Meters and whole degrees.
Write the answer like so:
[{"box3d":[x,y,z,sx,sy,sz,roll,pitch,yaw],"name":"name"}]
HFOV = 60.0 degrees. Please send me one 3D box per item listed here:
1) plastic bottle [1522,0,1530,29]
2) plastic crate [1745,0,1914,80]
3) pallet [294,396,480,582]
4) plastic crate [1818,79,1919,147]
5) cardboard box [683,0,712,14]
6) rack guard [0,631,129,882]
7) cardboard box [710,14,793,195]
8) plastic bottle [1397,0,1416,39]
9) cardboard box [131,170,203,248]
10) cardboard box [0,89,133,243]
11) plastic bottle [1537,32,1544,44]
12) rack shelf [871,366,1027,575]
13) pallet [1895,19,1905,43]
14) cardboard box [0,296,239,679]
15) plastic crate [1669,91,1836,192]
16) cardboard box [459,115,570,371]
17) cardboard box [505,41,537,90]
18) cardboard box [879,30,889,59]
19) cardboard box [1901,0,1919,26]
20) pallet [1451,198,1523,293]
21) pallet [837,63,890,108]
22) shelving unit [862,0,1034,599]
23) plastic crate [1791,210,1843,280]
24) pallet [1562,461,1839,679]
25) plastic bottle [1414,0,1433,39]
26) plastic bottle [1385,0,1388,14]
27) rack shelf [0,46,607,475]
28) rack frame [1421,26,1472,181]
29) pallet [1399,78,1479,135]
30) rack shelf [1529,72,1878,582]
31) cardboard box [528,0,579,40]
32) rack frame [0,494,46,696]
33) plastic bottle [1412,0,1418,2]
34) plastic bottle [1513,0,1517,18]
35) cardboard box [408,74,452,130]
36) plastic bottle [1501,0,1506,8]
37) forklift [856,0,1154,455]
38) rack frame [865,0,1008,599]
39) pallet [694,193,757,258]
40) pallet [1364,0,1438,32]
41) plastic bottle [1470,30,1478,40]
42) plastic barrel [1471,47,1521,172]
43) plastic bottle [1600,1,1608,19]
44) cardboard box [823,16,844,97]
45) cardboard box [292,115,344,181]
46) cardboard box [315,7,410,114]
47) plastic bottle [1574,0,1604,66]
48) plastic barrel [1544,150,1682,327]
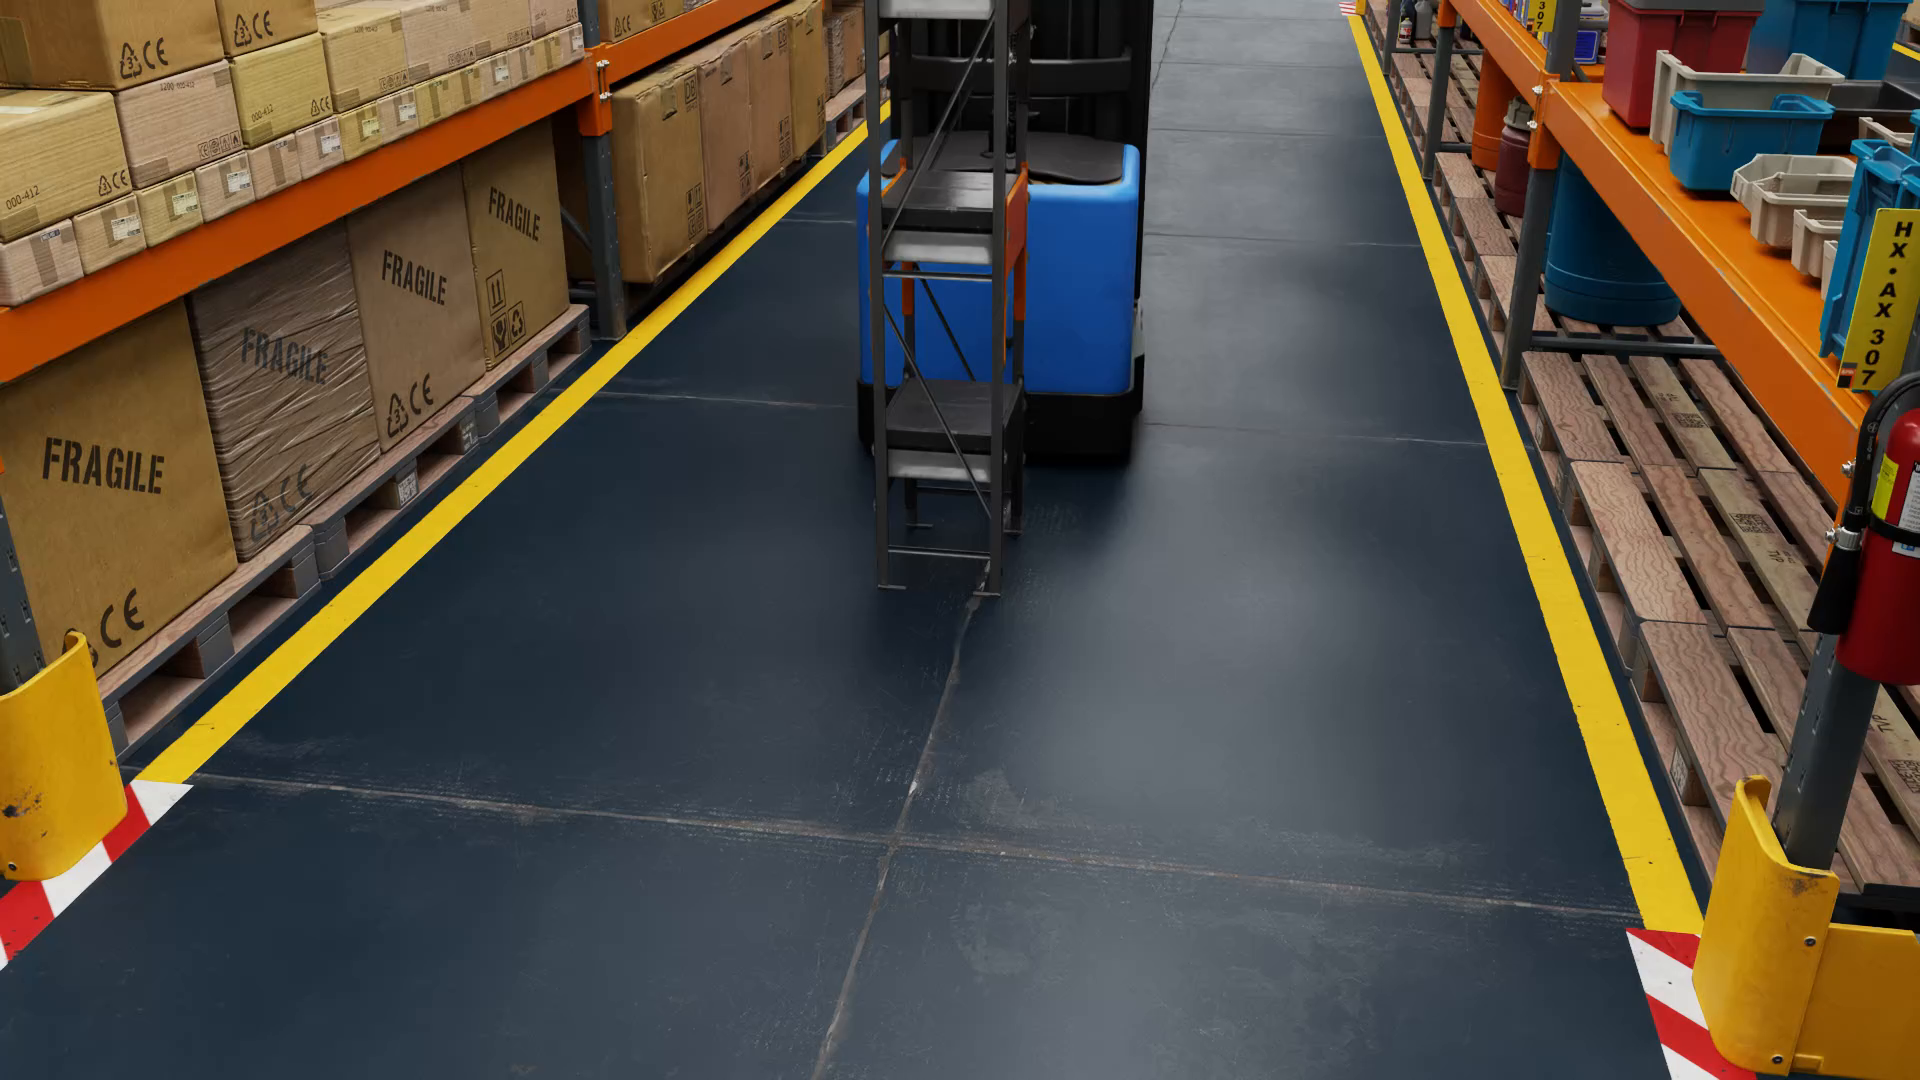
[{"box3d":[2.731,-2.536,7.776,0.152,0.276,0.135,4,25,9],"name":"plastic bottle"},{"box3d":[3.082,-1.786,5.976,0.392,0.384,0.575,4,25,9],"name":"plastic crate"},{"box3d":[-2.463,-0.241,6.016,1.003,0.211,1.213,4,25,9],"name":"pallet"},{"box3d":[2.904,-1.401,5.458,0.437,0.125,0.590,4,25,9],"name":"plastic crate"},{"box3d":[-1.580,-2.968,8.435,0.500,0.500,0.500,3,25,7],"name":"cardboard box"},{"box3d":[-2.723,0.487,4.120,1.175,0.500,0.348,4,25,9],"name":"rack guard"},{"box3d":[-1.698,-2.570,9.712,1.225,0.875,0.875,4,25,9],"name":"cardboard box"},{"box3d":[3.950,-4.620,14.687,0.144,0.351,0.185,3,25,7],"name":"plastic bottle"},{"box3d":[-2.253,-0.882,4.391,0.380,0.149,0.250,3,25,7],"name":"cardboard box"},{"box3d":[-2.374,-0.904,3.969,0.500,0.250,0.500,3,25,7],"name":"cardboard box"},{"box3d":[2.649,-2.370,7.333,0.144,0.351,0.185,4,25,9],"name":"plastic bottle"},{"box3d":[-0.027,-0.235,5.460,0.431,0.518,0.480,4,25,9],"name":"rack shelf"},{"box3d":[9.585,-5.074,16.340,1.003,0.211,1.213,4,25,9],"name":"pallet"},{"box3d":[-2.693,-0.156,4.557,0.875,0.875,0.875,4,25,9],"name":"cardboard box"},{"box3d":[2.250,-1.140,4.774,0.416,0.233,0.300,4,25,9],"name":"plastic crate"},{"box3d":[-2.252,-1.286,6.969,0.875,0.875,0.875,4,25,9],"name":"cardboard box"},{"box3d":[-1.875,-1.849,6.459,0.380,0.149,0.250,4,25,8],"name":"cardboard box"},{"box3d":[-0.976,-4.288,13.802,0.700,0.500,0.500,4,25,8],"name":"cardboard box"},{"box3d":[9.201,-4.977,15.592,0.500,0.250,0.500,4,25,9],"name":"cardboard box"},{"box3d":[3.186,-1.554,8.820,1.003,0.211,1.213,4,25,9],"name":"pallet"},{"box3d":[-1.080,-3.574,13.136,1.003,0.211,1.213,4,25,9],"name":"pallet"},{"box3d":[-0.027,-0.882,5.157,0.431,2.100,0.503,4,25,9],"name":"shelving unit"},{"box3d":[2.184,-0.694,3.934,0.396,0.136,0.243,4,25,9],"name":"plastic crate"},{"box3d":[2.543,0.100,5.288,1.003,0.211,1.213,4,25,9],"name":"pallet"},{"box3d":[4.092,-4.610,14.666,0.144,0.351,0.185,4,25,9],"name":"plastic bottle"},{"box3d":[4.179,-5.231,16.086,0.097,0.271,0.097,0,25,0],"name":"plastic bottle"},{"box3d":[-2.392,-1.166,5.551,1.077,0.370,4.000,4,25,9],"name":"rack shelf"},{"box3d":[3.475,-3.658,10.027,1.000,3.000,0.127,4,25,9],"name":"rack frame"},{"box3d":[3.842,-3.225,12.391,1.003,0.211,1.213,4,25,9],"name":"pallet"},{"box3d":[2.495,-0.823,4.818,1.077,0.370,4.000,4,25,9],"name":"rack shelf"},{"box3d":[-1.878,-2.192,6.721,0.500,0.250,0.500,4,25,8],"name":"cardboard box"},{"box3d":[-2.719,-0.655,3.612,1.000,3.000,0.127,4,25,9],"name":"rack frame"},{"box3d":[4.170,-4.865,15.291,0.061,0.283,0.133,4,25,9],"name":"plastic bottle"},{"box3d":[2.761,-2.650,8.107,0.097,0.201,0.097,0,25,0],"name":"plastic bottle"},{"box3d":[-2.001,-1.527,5.770,0.380,0.149,0.250,4,25,8],"name":"cardboard box"},{"box3d":[2.859,-2.863,8.475,0.152,0.276,0.135,4,25,9],"name":"plastic bottle"},{"box3d":[0.275,-2.237,7.073,1.130,2.935,3.031,2,25,5],"name":"forklift"},{"box3d":[-0.067,-0.780,4.939,0.400,2.100,0.015,4,25,9],"name":"rack frame"},{"box3d":[-1.816,-1.905,9.571,1.003,0.211,1.213,4,25,9],"name":"pallet"},{"box3d":[4.679,-5.366,16.966,1.003,0.211,1.213,4,25,9],"name":"pallet"},{"box3d":[4.534,-4.547,14.611,0.061,0.283,0.133,4,25,9],"name":"plastic bottle"},{"box3d":[3.412,-2.659,9.958,0.600,0.830,0.708,4,25,9],"name":"plastic barrel"},{"box3d":[2.753,-2.234,7.219,0.097,0.201,0.097,0,25,0],"name":"plastic bottle"},{"box3d":[-1.243,-3.583,12.295,0.700,0.500,0.500,2,25,4],"name":"cardboard box"},{"box3d":[-2.127,-1.205,5.082,0.380,0.149,0.250,4,25,8],"name":"cardboard box"},{"box3d":[-2.130,-1.550,5.350,0.500,0.250,0.500,4,25,7],"name":"cardboard box"},{"box3d":[2.567,-2.116,6.879,0.152,0.276,0.135,4,25,9],"name":"plastic bottle"},{"box3d":[2.927,-1.451,7.292,0.600,0.901,0.708,4,25,9],"name":"plastic barrel"}]
